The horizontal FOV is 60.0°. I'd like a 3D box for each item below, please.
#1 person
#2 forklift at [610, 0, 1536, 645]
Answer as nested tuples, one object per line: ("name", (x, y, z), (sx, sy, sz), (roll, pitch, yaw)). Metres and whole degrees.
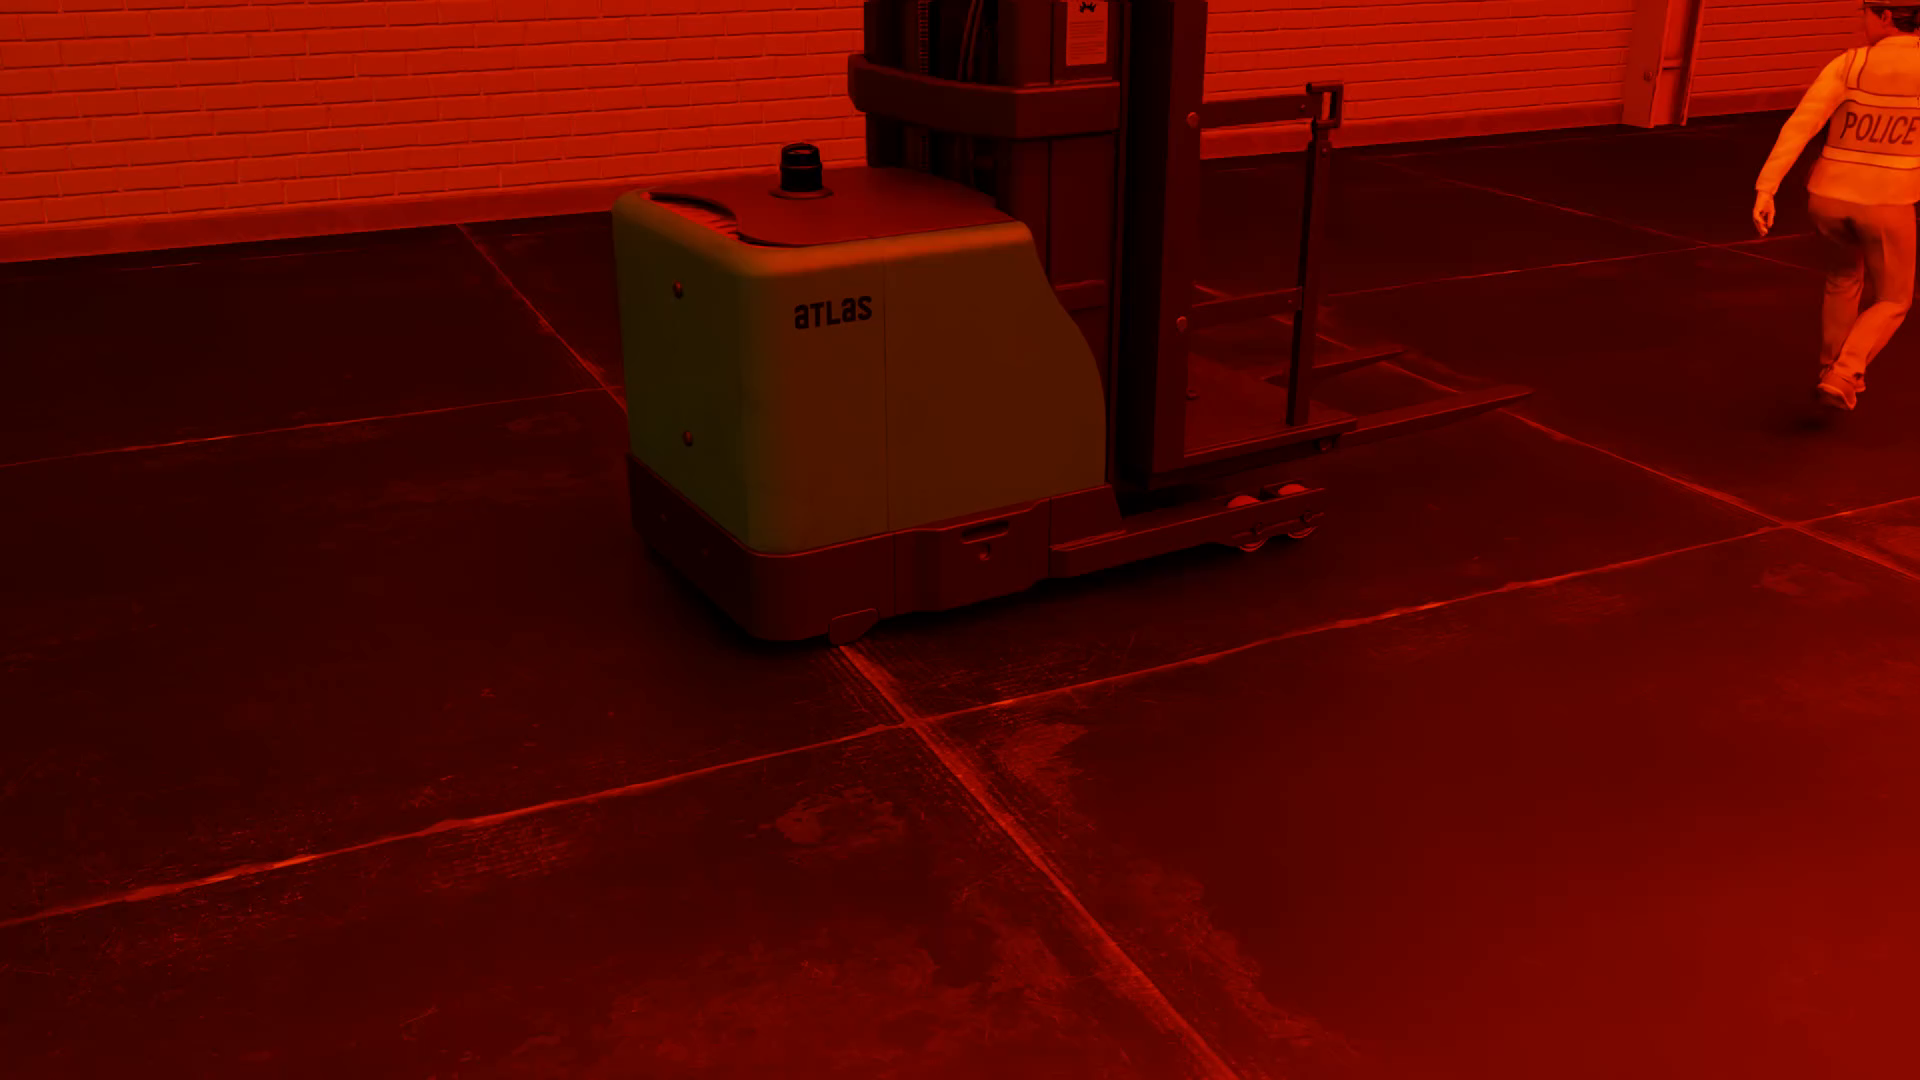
("person", (3.274, -1.242, 6.064), (0.541, 1.589, 0.768), (19, 29, 38))
("forklift", (0.533, -1.479, 4.847), (3.031, 2.935, 1.130), (-13, 26, -28))
